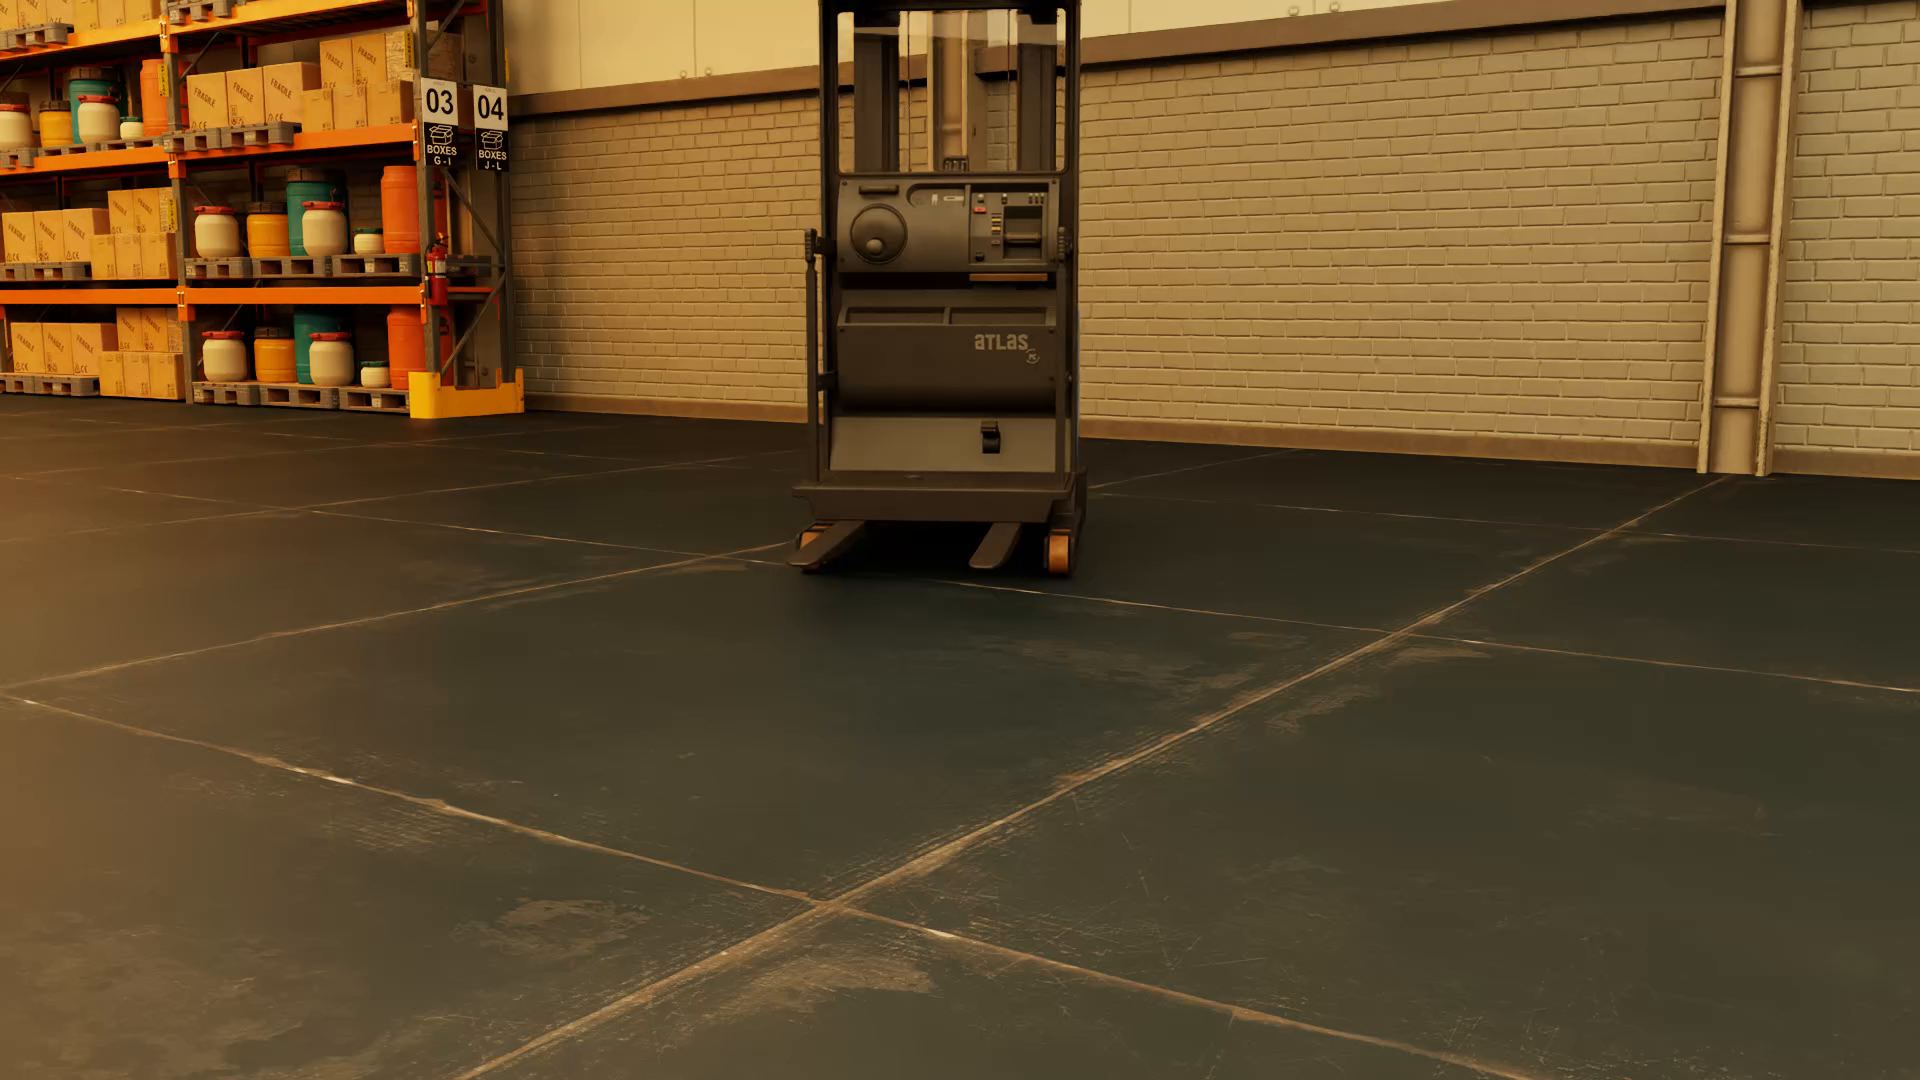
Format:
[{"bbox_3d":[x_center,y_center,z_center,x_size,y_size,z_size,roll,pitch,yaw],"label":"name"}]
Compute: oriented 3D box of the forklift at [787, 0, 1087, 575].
[{"bbox_3d":[-0.069,-1.359,6.747,1.130,2.935,3.031,1,8,6],"label":"forklift"}]
